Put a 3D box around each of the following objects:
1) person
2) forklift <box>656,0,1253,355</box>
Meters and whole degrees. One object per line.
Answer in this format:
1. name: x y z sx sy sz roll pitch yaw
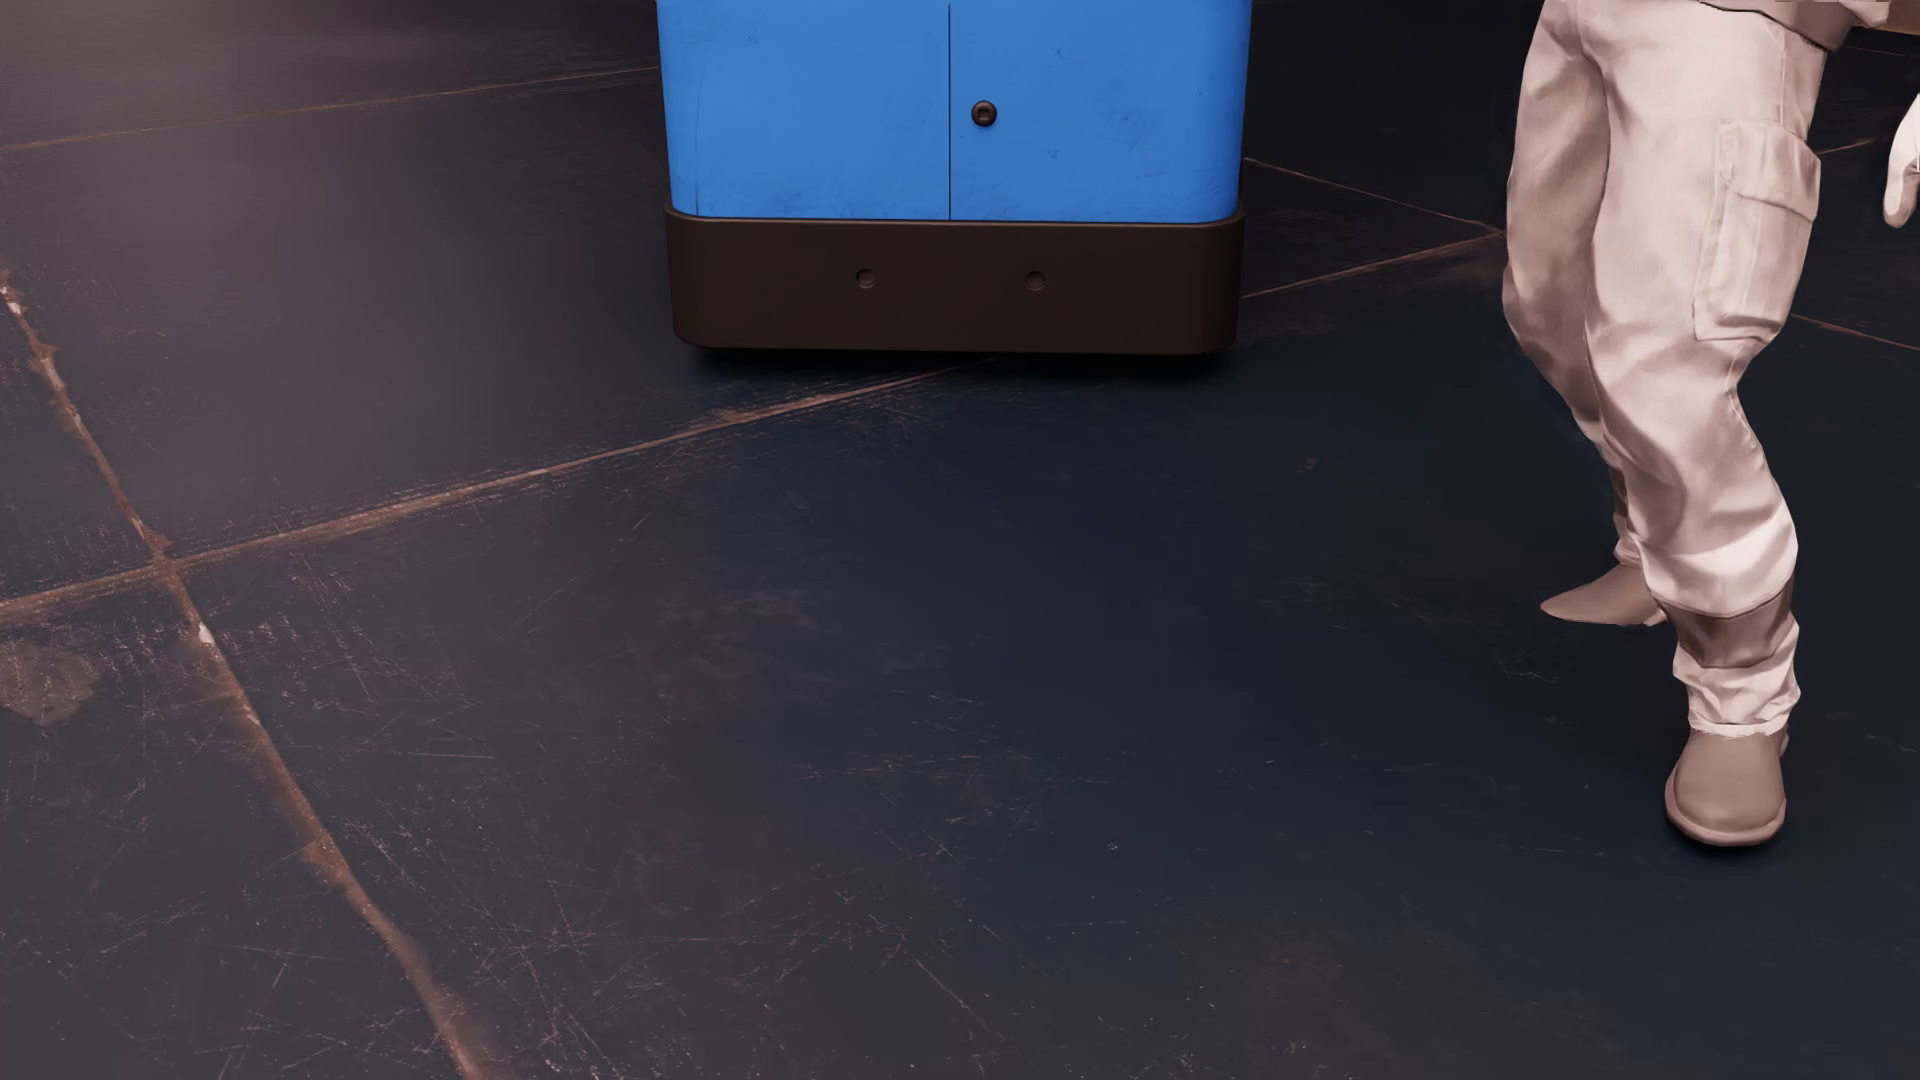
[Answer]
1. person: 0.850 -0.599 1.830 0.477 1.750 0.893 -2 27 -5
2. forklift: 0.052 -2.265 3.747 1.130 2.935 3.031 1 27 2
